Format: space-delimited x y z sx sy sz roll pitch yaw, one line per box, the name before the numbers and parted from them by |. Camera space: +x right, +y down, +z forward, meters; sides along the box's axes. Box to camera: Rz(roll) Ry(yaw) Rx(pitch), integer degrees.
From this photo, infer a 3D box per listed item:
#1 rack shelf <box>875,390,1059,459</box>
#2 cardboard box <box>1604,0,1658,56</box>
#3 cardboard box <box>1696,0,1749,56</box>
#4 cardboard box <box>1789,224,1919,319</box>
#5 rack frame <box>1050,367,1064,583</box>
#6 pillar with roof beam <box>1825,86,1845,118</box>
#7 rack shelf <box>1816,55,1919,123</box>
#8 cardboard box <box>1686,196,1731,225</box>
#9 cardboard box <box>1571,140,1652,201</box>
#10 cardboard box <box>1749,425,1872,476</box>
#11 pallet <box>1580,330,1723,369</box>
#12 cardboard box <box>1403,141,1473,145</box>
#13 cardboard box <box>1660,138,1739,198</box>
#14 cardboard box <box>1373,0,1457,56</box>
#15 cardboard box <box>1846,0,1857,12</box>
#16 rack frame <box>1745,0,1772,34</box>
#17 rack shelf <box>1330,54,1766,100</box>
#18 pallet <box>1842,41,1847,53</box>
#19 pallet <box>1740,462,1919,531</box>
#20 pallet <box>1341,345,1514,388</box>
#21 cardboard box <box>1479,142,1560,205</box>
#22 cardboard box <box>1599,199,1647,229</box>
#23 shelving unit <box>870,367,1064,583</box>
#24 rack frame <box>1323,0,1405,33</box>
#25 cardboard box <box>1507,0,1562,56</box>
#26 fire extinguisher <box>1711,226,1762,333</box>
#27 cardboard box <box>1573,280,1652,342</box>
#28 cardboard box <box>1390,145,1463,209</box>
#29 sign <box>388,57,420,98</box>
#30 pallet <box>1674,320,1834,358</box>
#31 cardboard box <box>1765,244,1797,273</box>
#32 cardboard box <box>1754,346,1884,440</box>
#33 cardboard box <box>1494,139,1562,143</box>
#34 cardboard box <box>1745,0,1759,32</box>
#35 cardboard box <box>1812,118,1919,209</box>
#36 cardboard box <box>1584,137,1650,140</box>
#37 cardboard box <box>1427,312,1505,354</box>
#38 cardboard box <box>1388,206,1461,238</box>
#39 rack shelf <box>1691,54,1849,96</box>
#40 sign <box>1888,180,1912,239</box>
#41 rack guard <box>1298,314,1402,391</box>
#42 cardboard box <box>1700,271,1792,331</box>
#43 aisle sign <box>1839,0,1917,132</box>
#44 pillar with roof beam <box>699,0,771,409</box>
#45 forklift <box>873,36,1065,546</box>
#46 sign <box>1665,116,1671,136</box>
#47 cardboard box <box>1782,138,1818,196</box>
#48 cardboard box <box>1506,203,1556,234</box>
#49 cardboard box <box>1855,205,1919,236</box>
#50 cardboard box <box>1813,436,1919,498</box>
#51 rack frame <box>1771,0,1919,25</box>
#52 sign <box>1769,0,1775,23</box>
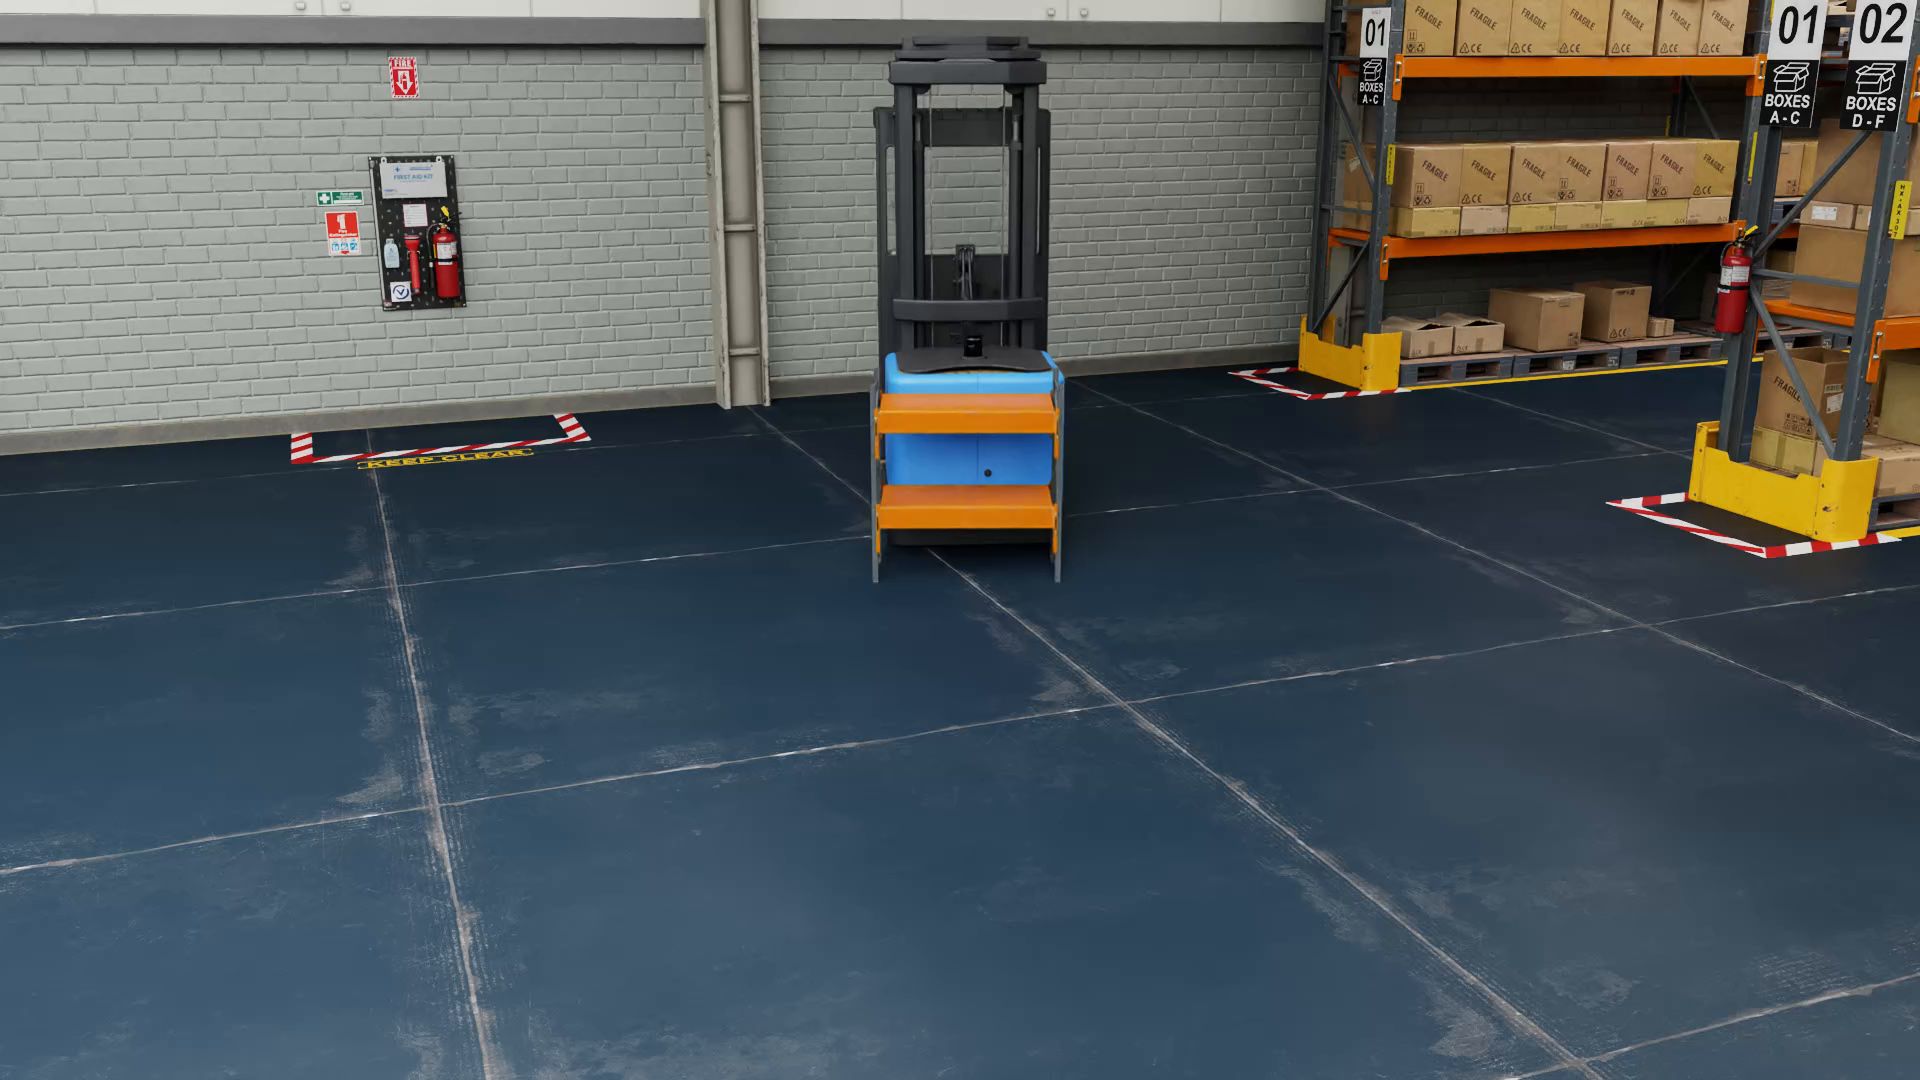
rack shelf | 0.037 -0.650 9.275 1.000 0.278 0.538 0 16 0
cardboard box | 5.805 -4.564 14.781 0.500 0.500 0.500 -7 18 -22
cardboard box | 6.783 -4.678 15.167 0.500 0.500 0.500 -6 17 -19
cardboard box | 5.650 -1.682 10.326 0.500 0.500 0.700 -6 17 -20
rack frame | 0.545 -0.369 9.360 0.032 1.125 0.500 0 16 0
pillar with roof beam | 10.921 -5.543 13.002 0.400 9.000 9.100 -6 17 -20
rack shelf | 7.077 -2.886 10.557 4.000 0.370 1.077 -6 17 -20
cardboard box | 6.835 -3.107 15.586 0.500 0.250 0.500 -6 17 -20
cardboard box | 5.900 -3.366 15.135 0.500 0.500 0.500 -7 18 -22
cardboard box | 5.605 -0.605 10.969 0.500 0.250 0.500 -6 17 -20
pallet | 6.554 -1.882 16.133 1.213 0.211 1.003 -6 17 -20
cardboard box | 4.271 -3.343 15.058 0.500 0.500 0.500 -6 17 -19
cardboard box | 6.838 -3.465 15.475 0.500 0.500 0.500 -6 17 -20
cardboard box | 3.835 -4.358 14.080 0.500 0.500 0.500 -6 17 -19
cardboard box | 5.748 -3.405 9.869 0.637 0.503 0.797 -5 17 -16
rack frame | 7.169 -6.175 15.157 0.127 3.000 1.000 -6 17 -20
rack shelf | 5.301 -4.189 14.994 4.000 0.370 1.077 -6 17 -20
pallet | 8.751 -4.786 16.081 1.003 0.211 1.213 -6 17 -20
pallet | 5.909 -0.341 10.885 1.213 0.211 1.003 -6 17 -20
pallet | 4.276 -1.636 15.295 1.213 0.211 1.003 -6 17 -20
cardboard box | 4.937 -3.258 14.768 0.500 0.500 0.500 -7 18 -22
cardboard box | 5.903 -3.004 15.236 0.500 0.250 0.500 -6 17 -20
shelving unit | 0.037 -0.369 9.357 1.048 1.125 0.538 0 16 0
rack frame | 3.434 -5.772 13.783 0.127 3.000 1.000 -6 17 -20
cardboard box | 4.833 -4.457 14.414 0.500 0.500 0.500 -5 17 -18
fire extinguisher | 4.933 -1.664 10.578 0.183 0.674 0.296 -6 17 -20
cardboard box | 6.214 -2.194 15.900 0.500 0.500 0.500 -8 18 -24
cardboard box | 3.987 -3.160 14.436 0.500 0.500 0.500 -6 17 -20
sign | -4.189 -3.485 12.530 0.199 0.298 0.001 -6 17 -20
pallet | 7.895 -2.038 16.663 1.213 0.211 1.003 -6 17 -20
cardboard box | 8.260 -2.792 16.608 0.500 0.250 0.500 -7 18 -21
cardboard box | 5.604 -0.965 10.865 0.500 0.500 0.500 -6 17 -20
cardboard box | 5.223 -3.447 15.412 0.500 0.500 0.500 -6 17 -19
cardboard box | 7.708 -5.020 15.622 0.500 0.500 0.500 -4 17 -12
cardboard box | 5.700 -2.310 10.162 0.500 0.500 0.700 -6 17 -20
cardboard box | 6.171 -3.551 15.766 0.500 0.500 0.500 -6 17 -20
cardboard box | 4.644 -1.918 15.298 0.500 0.311 0.500 -5 17 -15
cardboard box | 4.003 -2.797 14.530 0.500 0.250 0.500 -7 18 -22
rack shelf | 9.036 -4.593 16.367 4.000 0.370 1.077 -6 17 -20
sign | 5.403 -1.897 9.559 0.005 0.325 0.100 -6 17 -20
rack guard | 3.505 -1.702 15.007 0.348 0.500 1.175 -6 17 -20
cardboard box | 7.850 -2.387 16.560 0.500 0.500 0.700 -6 17 -18
aisle sign | 5.258 -2.751 9.528 0.004 0.787 0.394 -6 17 -20
pillar with roof beam | -0.285 -4.333 8.882 0.400 9.000 9.100 -6 17 -20
forklift | 0.002 -1.737 10.812 1.130 2.935 3.031 -1 16 -4
sign | 6.967 -3.998 16.335 0.005 0.325 0.100 -6 17 -20
cardboard box | 8.181 -3.653 16.255 0.500 0.500 0.700 -4 17 -14
cardboard box | 4.960 -2.903 14.891 0.500 0.250 0.500 -6 18 -21
cardboard box | 5.653 -1.933 10.028 0.250 0.149 0.380 -6 18 -20
cardboard box | 5.790 -0.468 10.505 0.500 0.250 0.500 -6 17 -20
rack frame | 5.210 -4.469 9.346 0.127 3.000 1.000 -6 17 -20
sign | 7.370 -4.842 15.023 0.005 0.325 0.100 -6 17 -20
